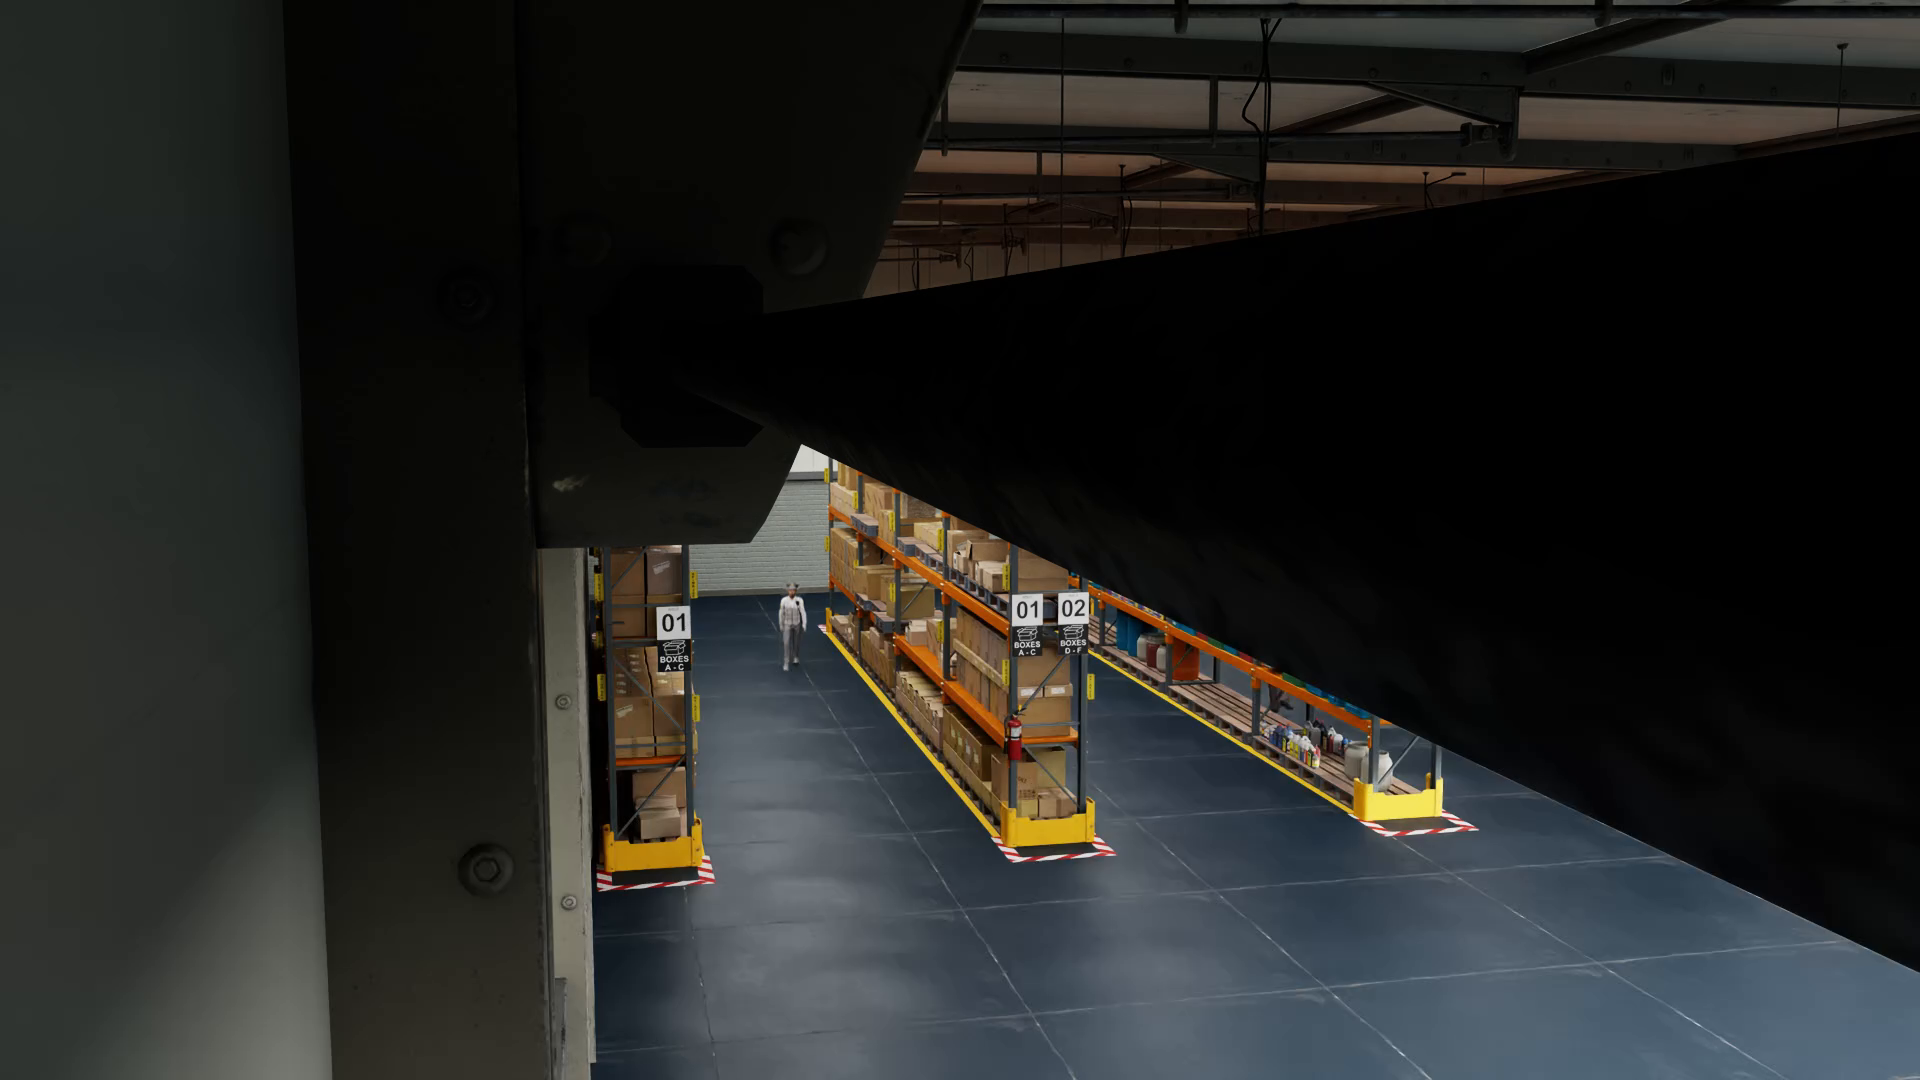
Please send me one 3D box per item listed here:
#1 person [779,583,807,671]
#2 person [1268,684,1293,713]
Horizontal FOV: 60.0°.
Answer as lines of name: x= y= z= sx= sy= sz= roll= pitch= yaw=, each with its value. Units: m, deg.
person: x=-3.262 y=1.653 z=32.398 sx=0.549 sy=1.648 sz=0.971 roll=0 pitch=7 yaw=-4
person: x=5.426 y=2.110 z=28.422 sx=0.560 sy=1.721 sz=0.490 roll=1 pitch=7 yaw=8
